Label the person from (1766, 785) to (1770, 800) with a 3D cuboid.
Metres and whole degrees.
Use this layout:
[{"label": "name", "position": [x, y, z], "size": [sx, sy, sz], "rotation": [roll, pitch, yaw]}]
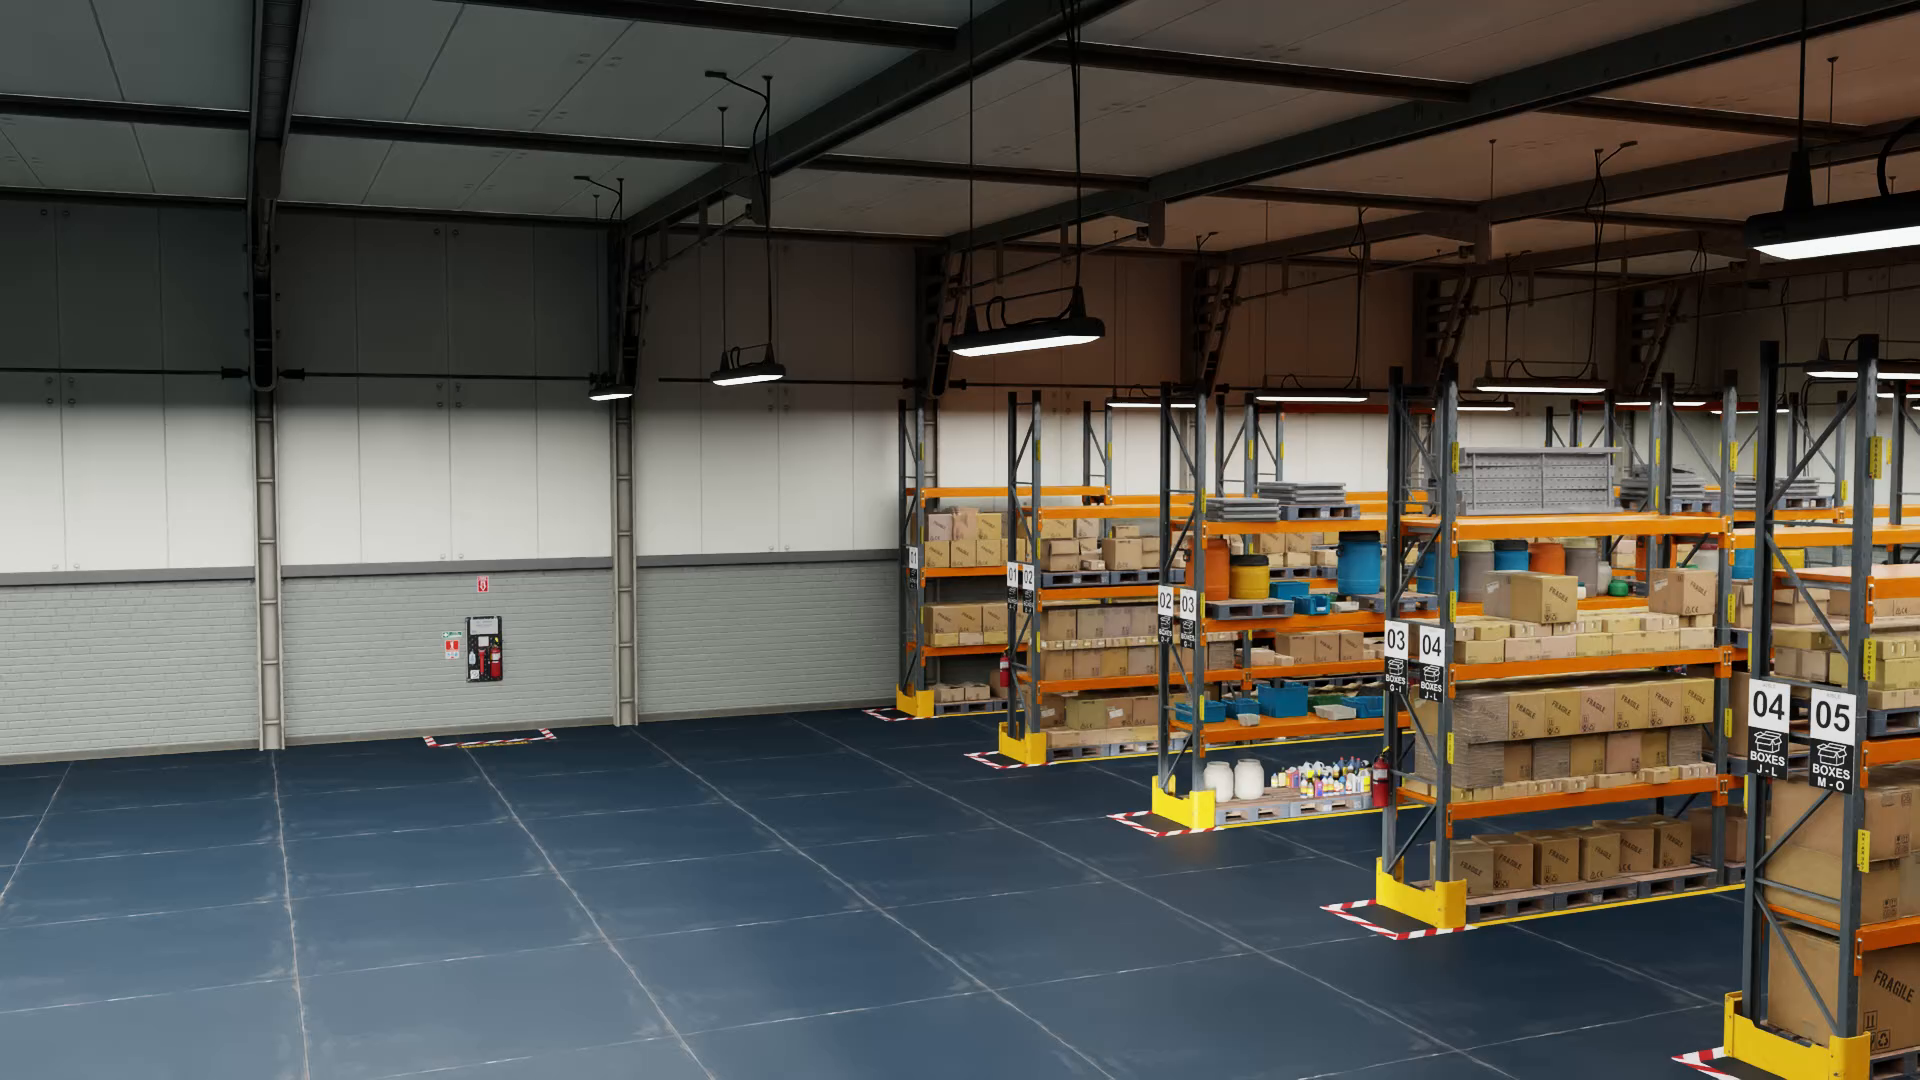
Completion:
[{"label": "person", "position": [11.280, 3.006, 23.313], "size": [0.446, 1.612, 0.372], "rotation": [2, 4, 36]}]
